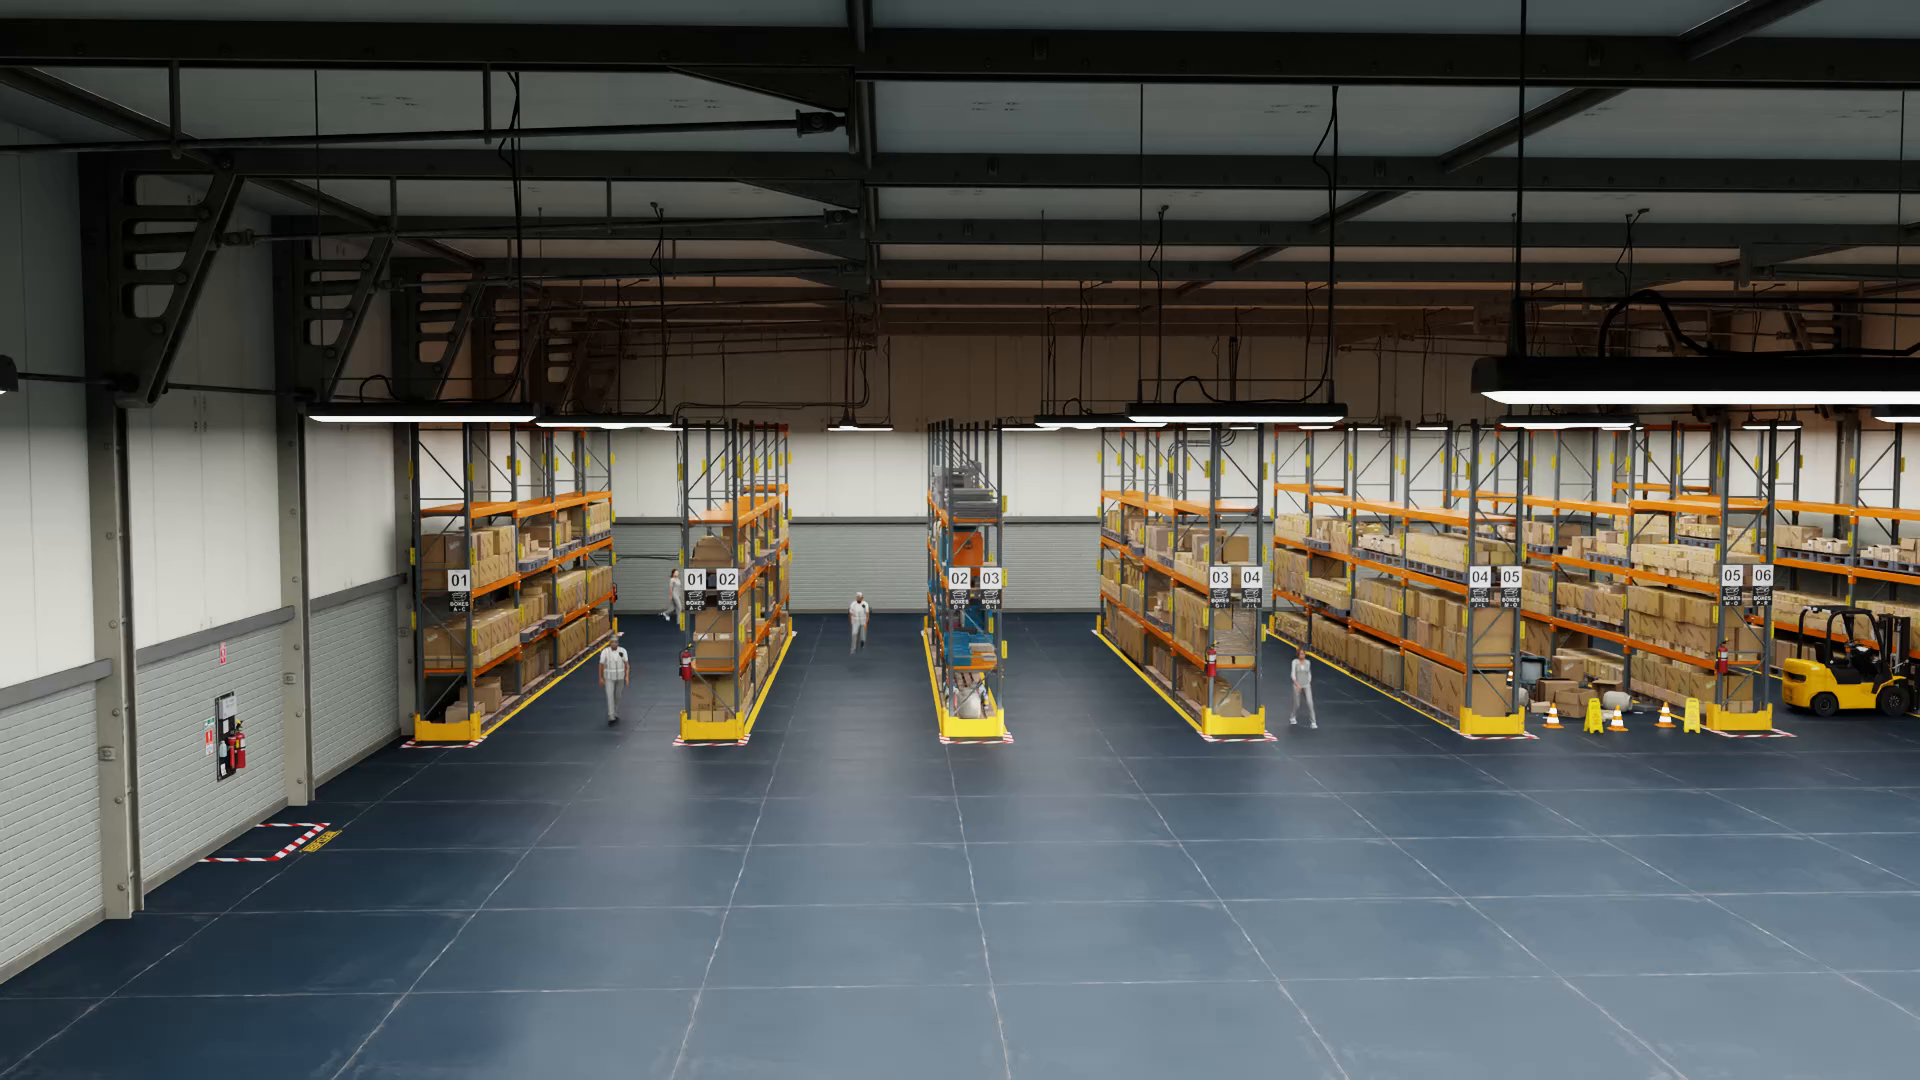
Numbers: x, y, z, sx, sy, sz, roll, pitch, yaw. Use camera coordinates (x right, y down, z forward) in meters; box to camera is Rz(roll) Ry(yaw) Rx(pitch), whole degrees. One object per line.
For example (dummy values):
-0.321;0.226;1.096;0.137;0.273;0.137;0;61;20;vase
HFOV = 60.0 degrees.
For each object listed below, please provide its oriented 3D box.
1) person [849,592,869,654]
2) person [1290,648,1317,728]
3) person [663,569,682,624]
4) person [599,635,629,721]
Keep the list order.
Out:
-2.510;2.046;41.294;0.519;1.516;0.970;-1;4;-10;person
6.698;2.869;32.431;0.489;1.550;0.741;0;4;6;person
-8.587;1.687;50.021;0.770;1.644;0.441;1;4;17;person
-6.845;2.727;33.003;0.574;1.710;1.063;-2;4;-30;person
